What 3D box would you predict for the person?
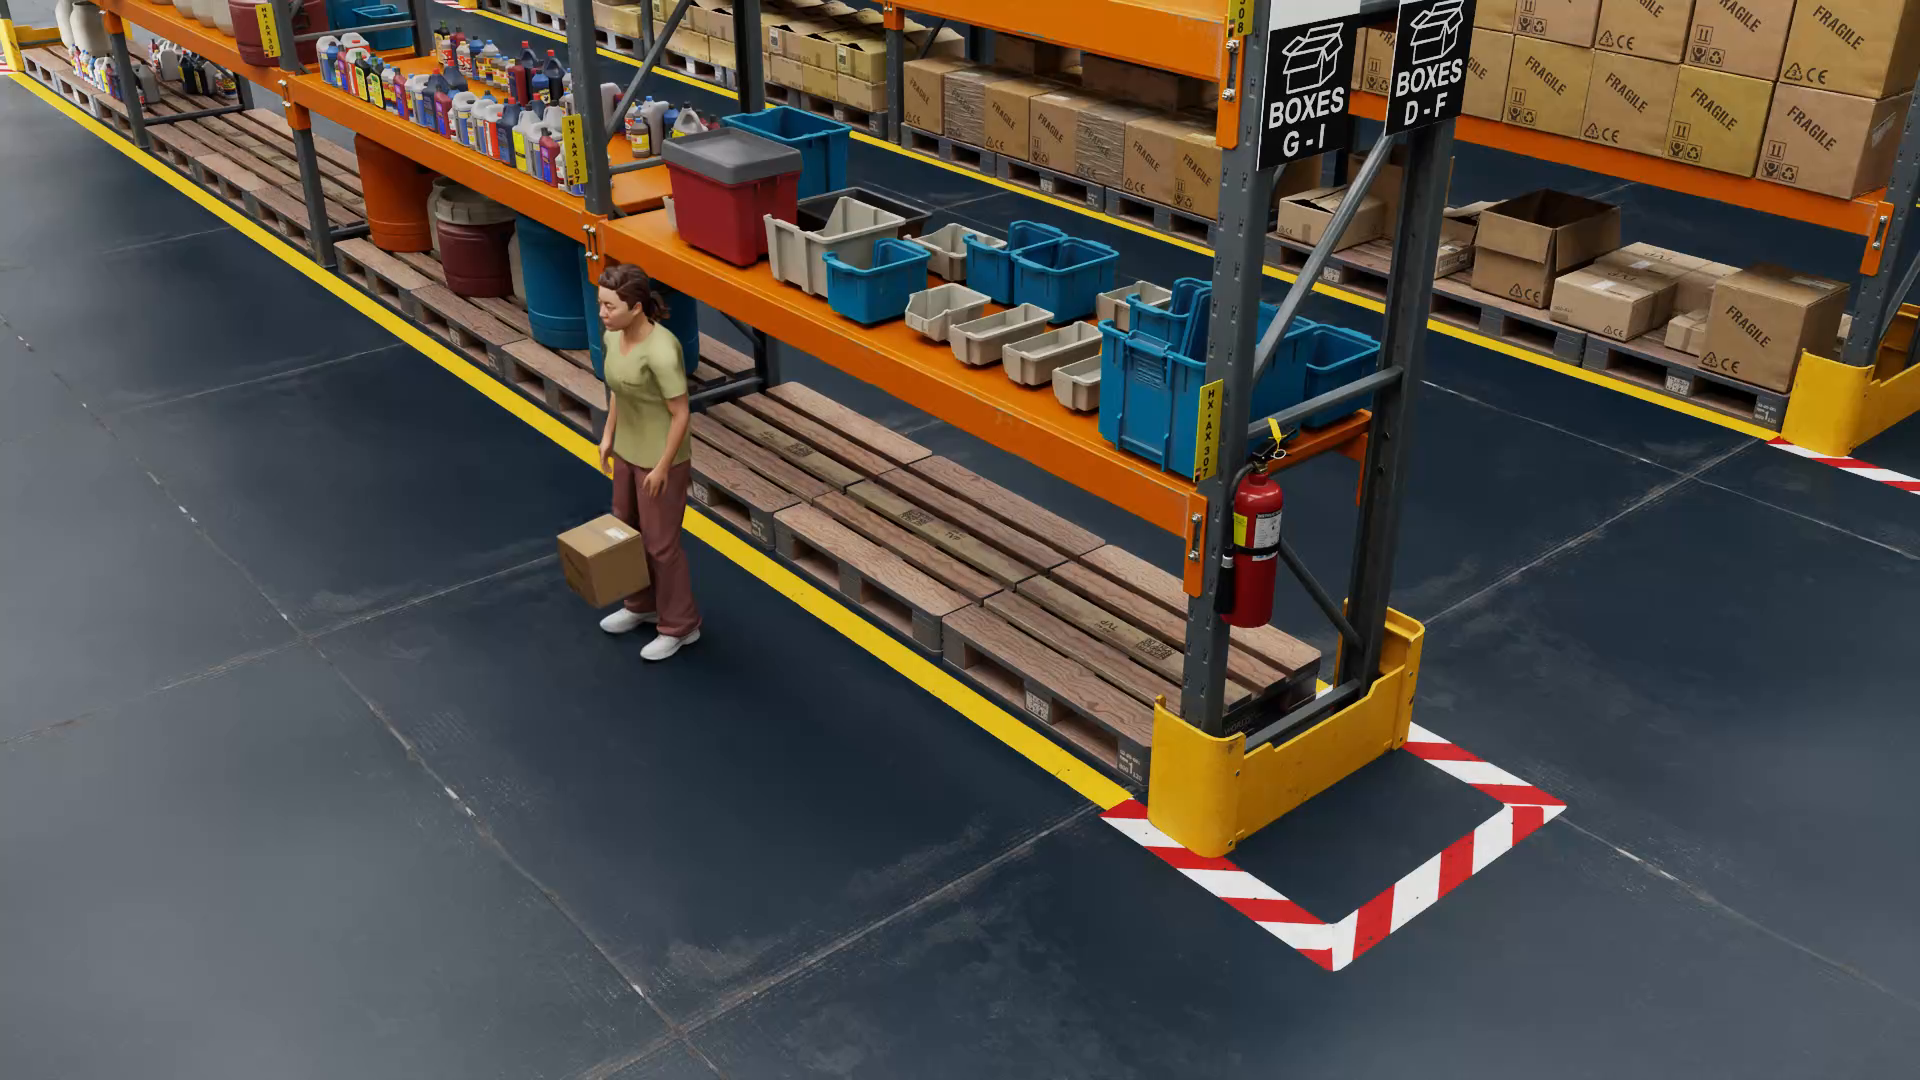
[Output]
[{"bbox_3d":[-1.271,-0.322,6.720,0.359,1.675,0.483,-23,36,-36],"label":"person"}]
